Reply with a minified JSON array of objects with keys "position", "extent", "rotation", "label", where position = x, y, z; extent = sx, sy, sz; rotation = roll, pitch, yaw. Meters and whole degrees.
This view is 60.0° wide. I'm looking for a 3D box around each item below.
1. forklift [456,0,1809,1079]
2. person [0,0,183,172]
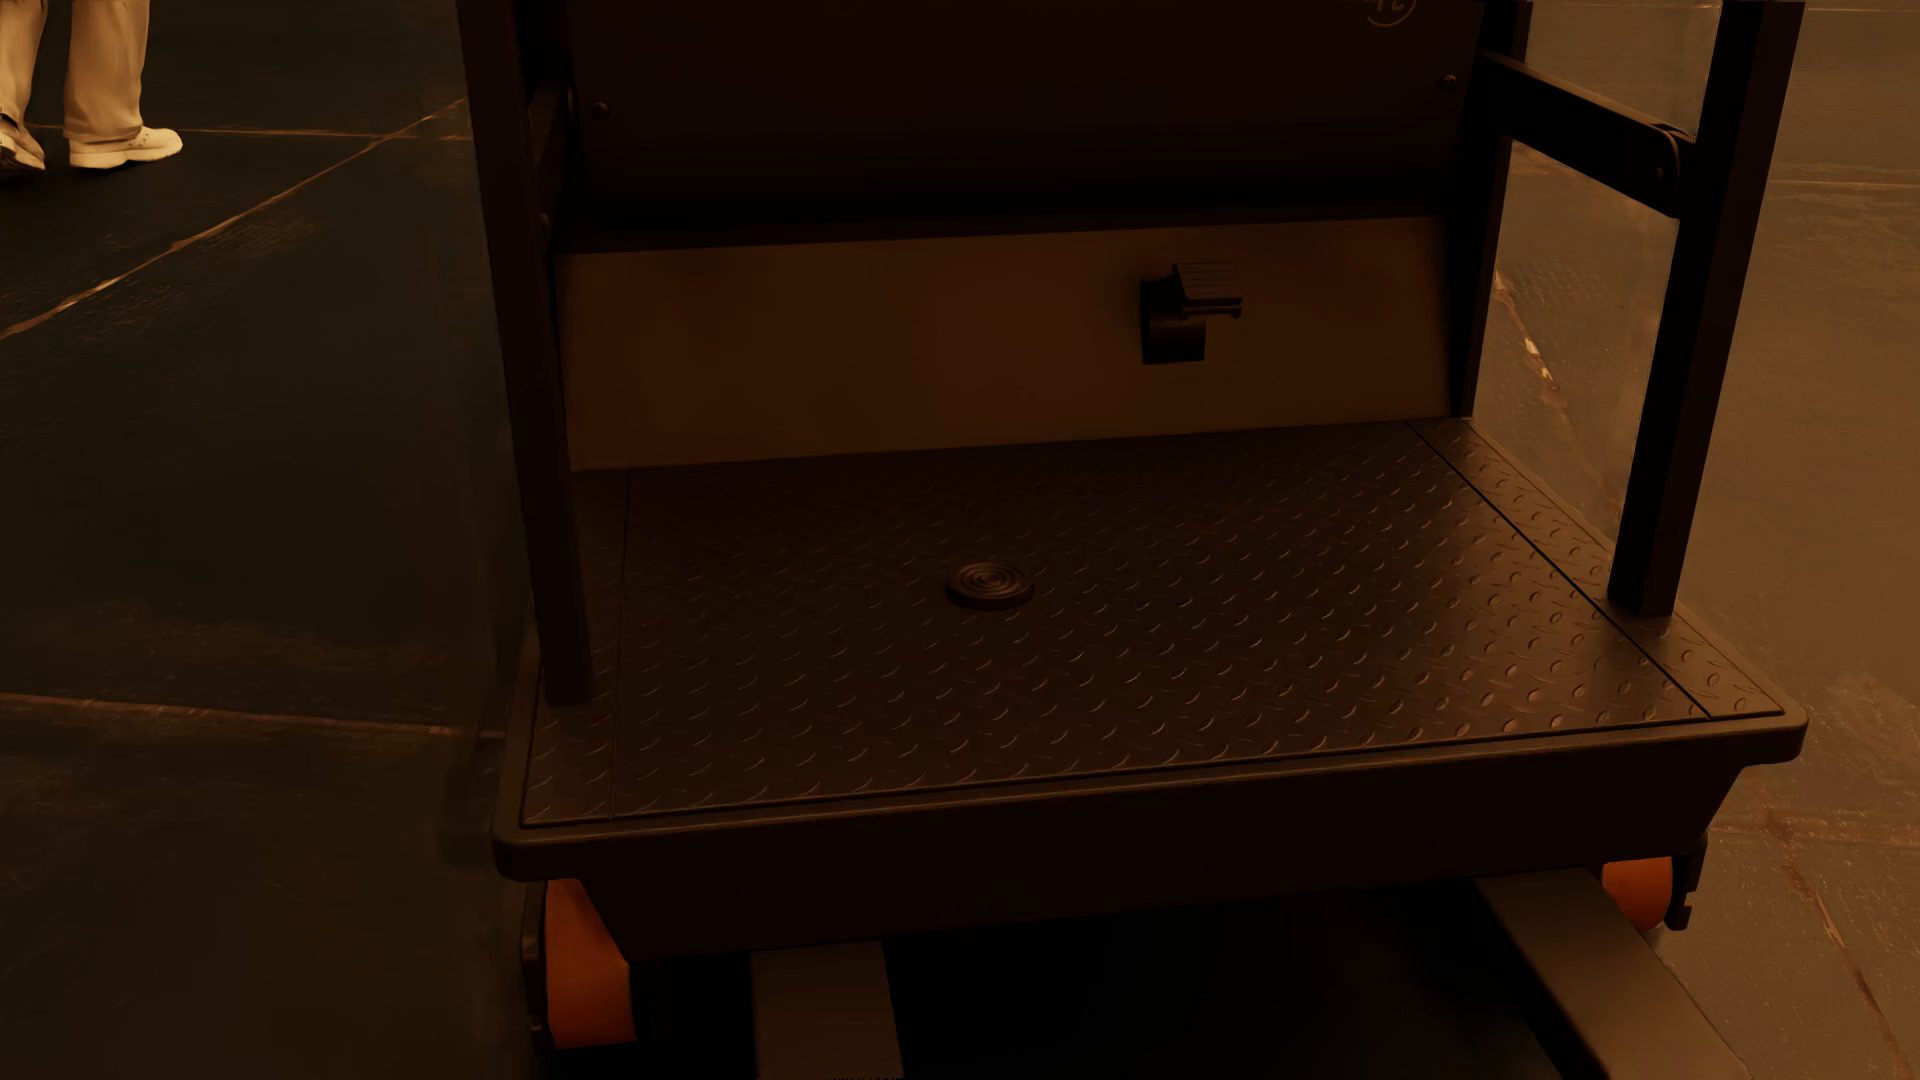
[{"position":[0.111,-1.011,1.242],"extent":[1.130,2.935,3.031],"rotation":[-4,27,-8],"label":"forklift"},{"position":[-2.296,-1.760,4.166],"extent":[0.888,1.667,0.835],"rotation":[7,27,14],"label":"person"}]
